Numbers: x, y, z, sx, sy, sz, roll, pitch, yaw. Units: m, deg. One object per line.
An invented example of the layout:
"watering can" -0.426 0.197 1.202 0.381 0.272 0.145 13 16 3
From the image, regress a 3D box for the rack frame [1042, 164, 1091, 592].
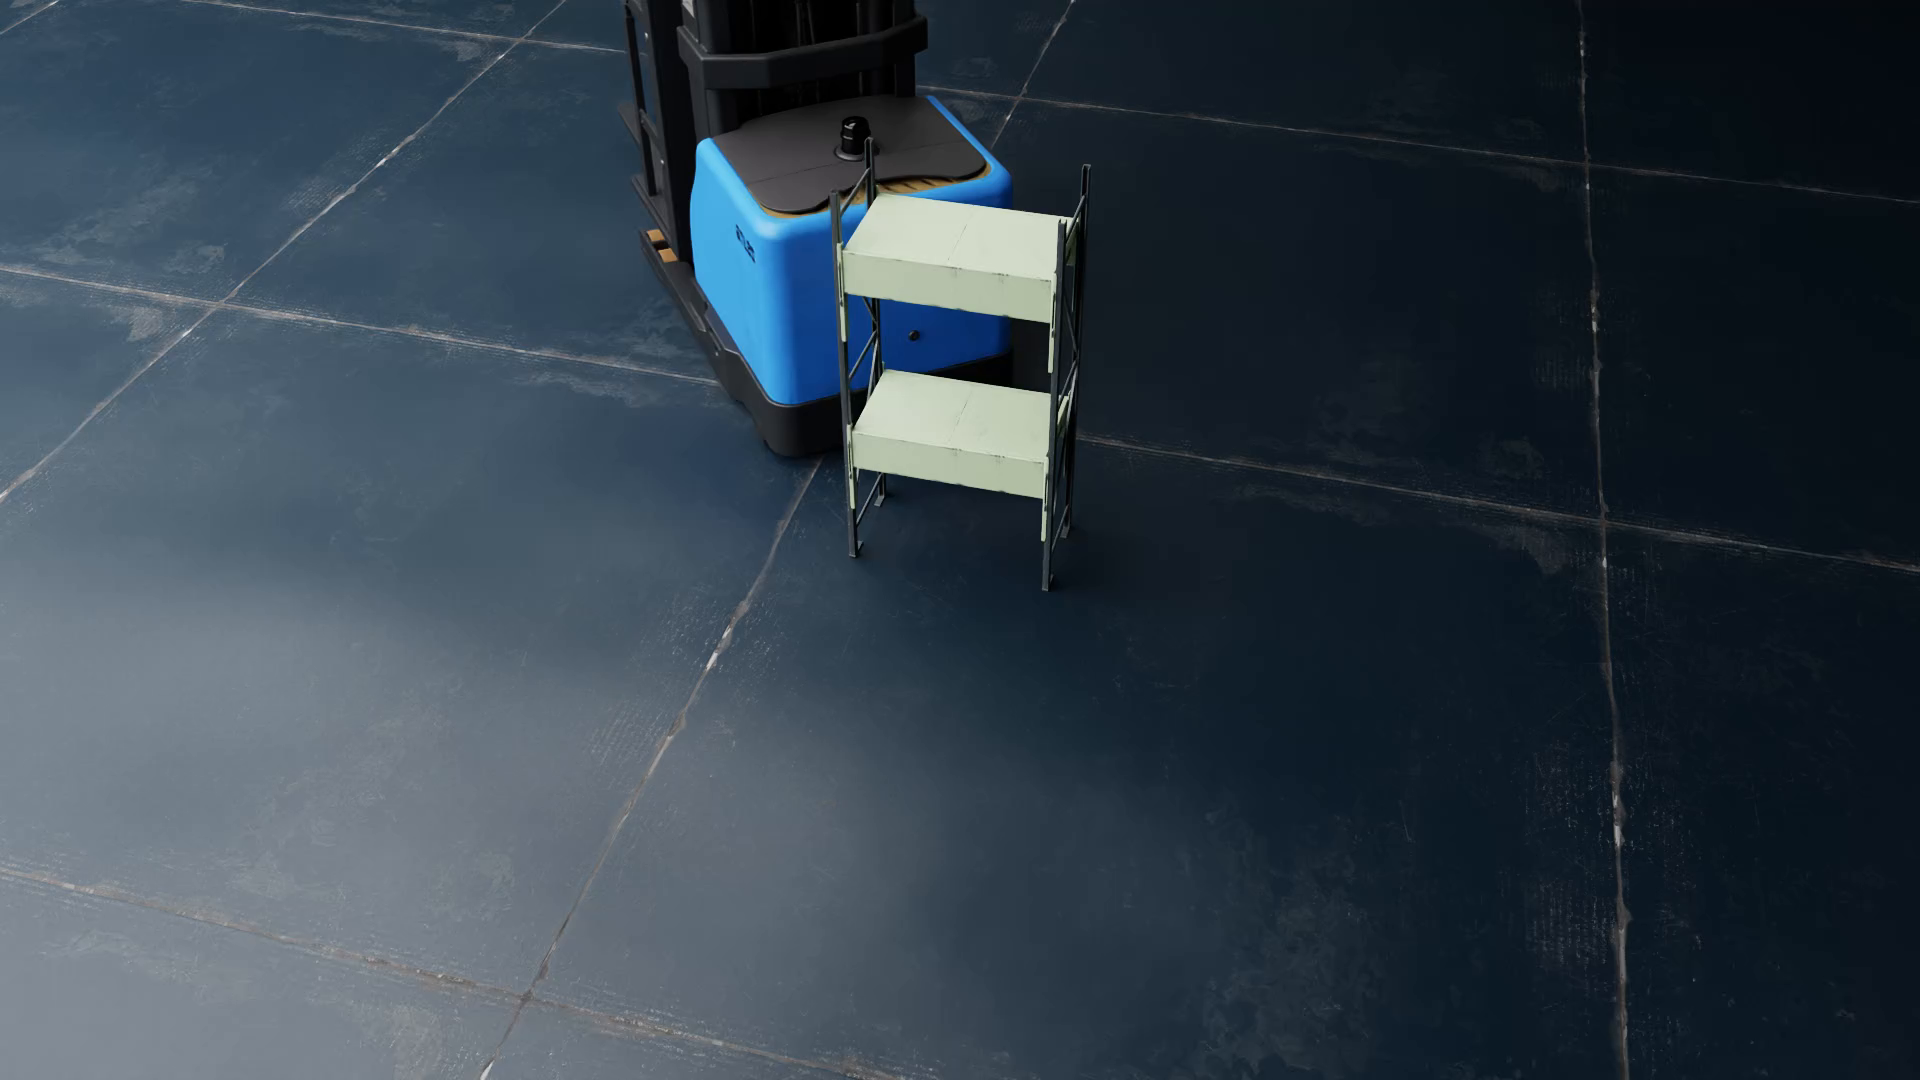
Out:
"rack frame" 0.360 -0.512 5.694 0.023 1.500 0.400 10 41 11

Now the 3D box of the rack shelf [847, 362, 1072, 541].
"rack shelf" 0.006 -0.324 5.976 0.720 0.370 0.431 10 41 11

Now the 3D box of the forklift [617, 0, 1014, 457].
"forklift" -0.844 -2.398 6.826 1.130 2.935 3.031 -16 43 -18

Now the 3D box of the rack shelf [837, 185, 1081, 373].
"rack shelf" 0.006 -0.872 5.515 0.720 0.370 0.431 10 41 11

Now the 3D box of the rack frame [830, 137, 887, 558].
"rack frame" -0.347 -0.634 5.839 0.023 1.500 0.400 10 41 11

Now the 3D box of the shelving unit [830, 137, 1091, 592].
"shelving unit" 0.006 -0.573 5.766 0.755 1.500 0.431 10 41 11
